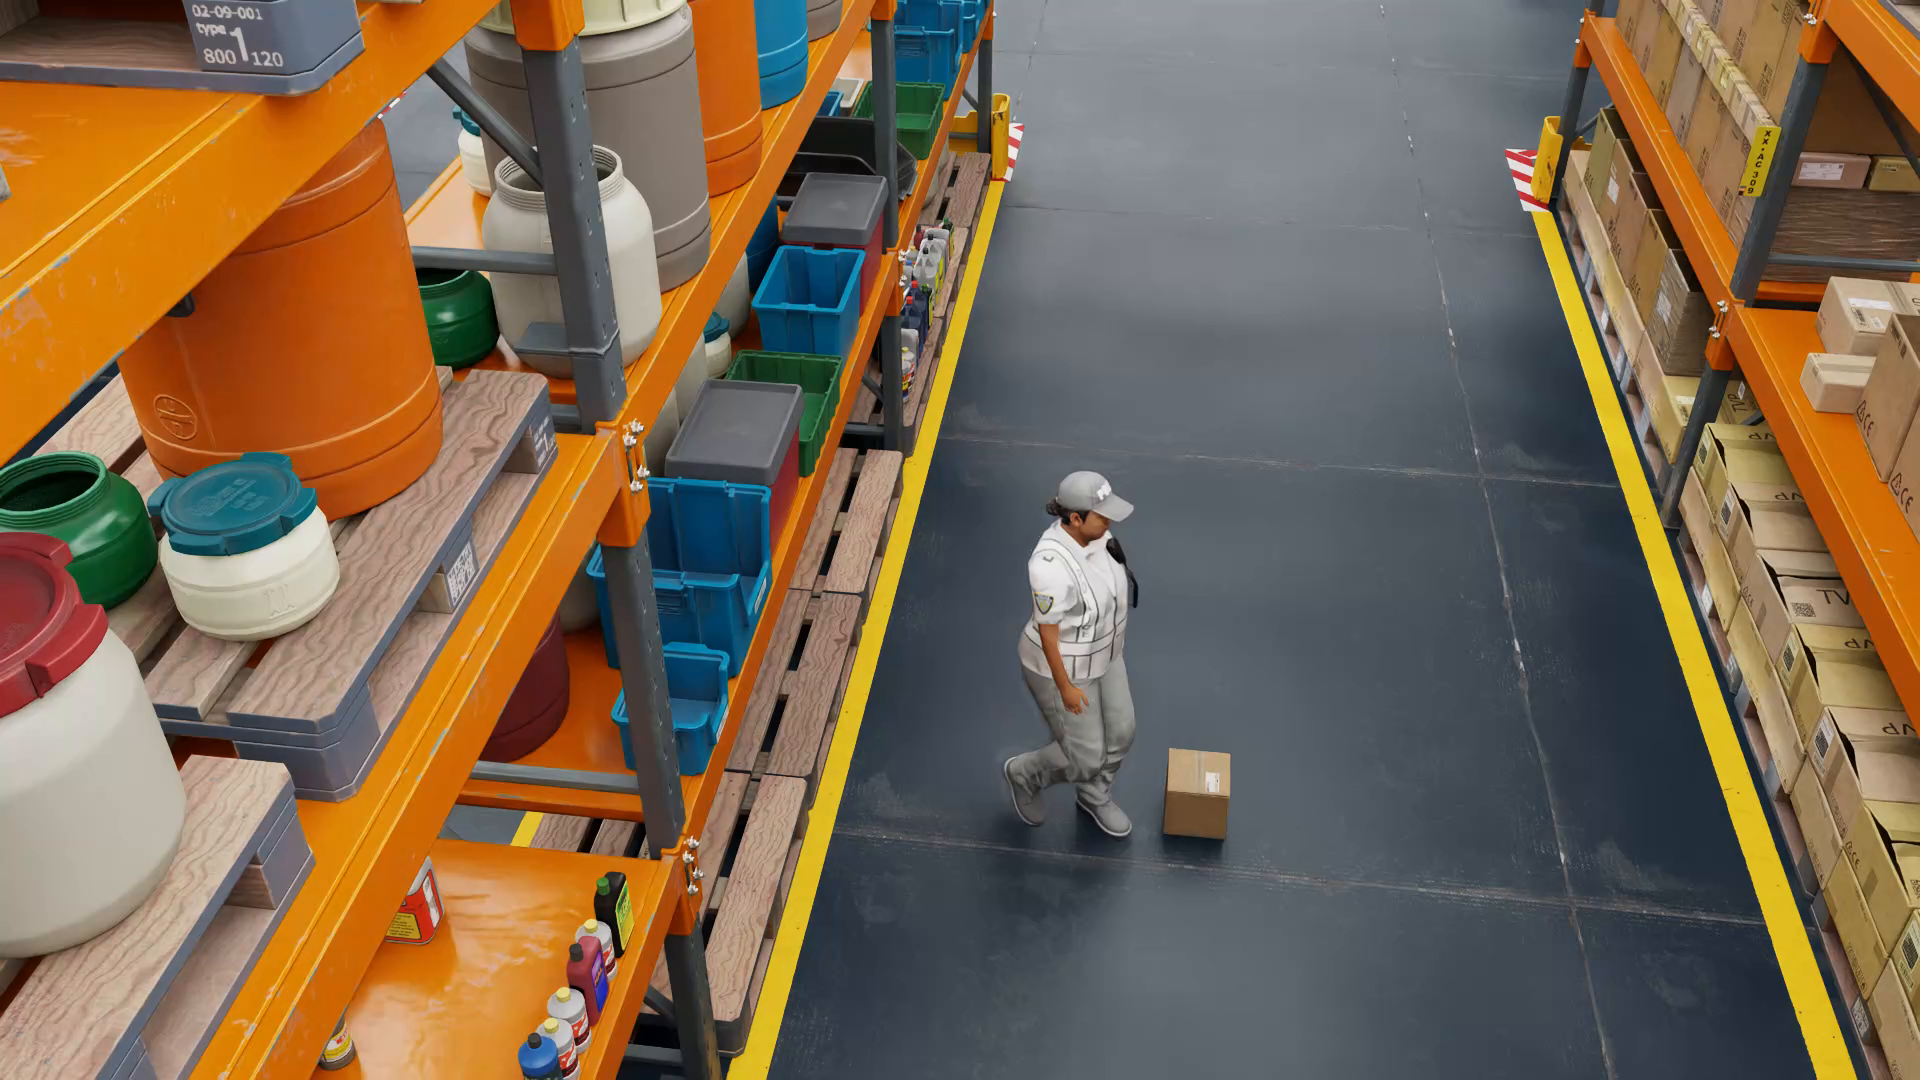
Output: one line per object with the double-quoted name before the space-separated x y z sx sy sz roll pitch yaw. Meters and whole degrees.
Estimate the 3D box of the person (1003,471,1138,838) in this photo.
"person" 0.481 0.459 6.454 0.540 1.641 0.486 21 41 26
